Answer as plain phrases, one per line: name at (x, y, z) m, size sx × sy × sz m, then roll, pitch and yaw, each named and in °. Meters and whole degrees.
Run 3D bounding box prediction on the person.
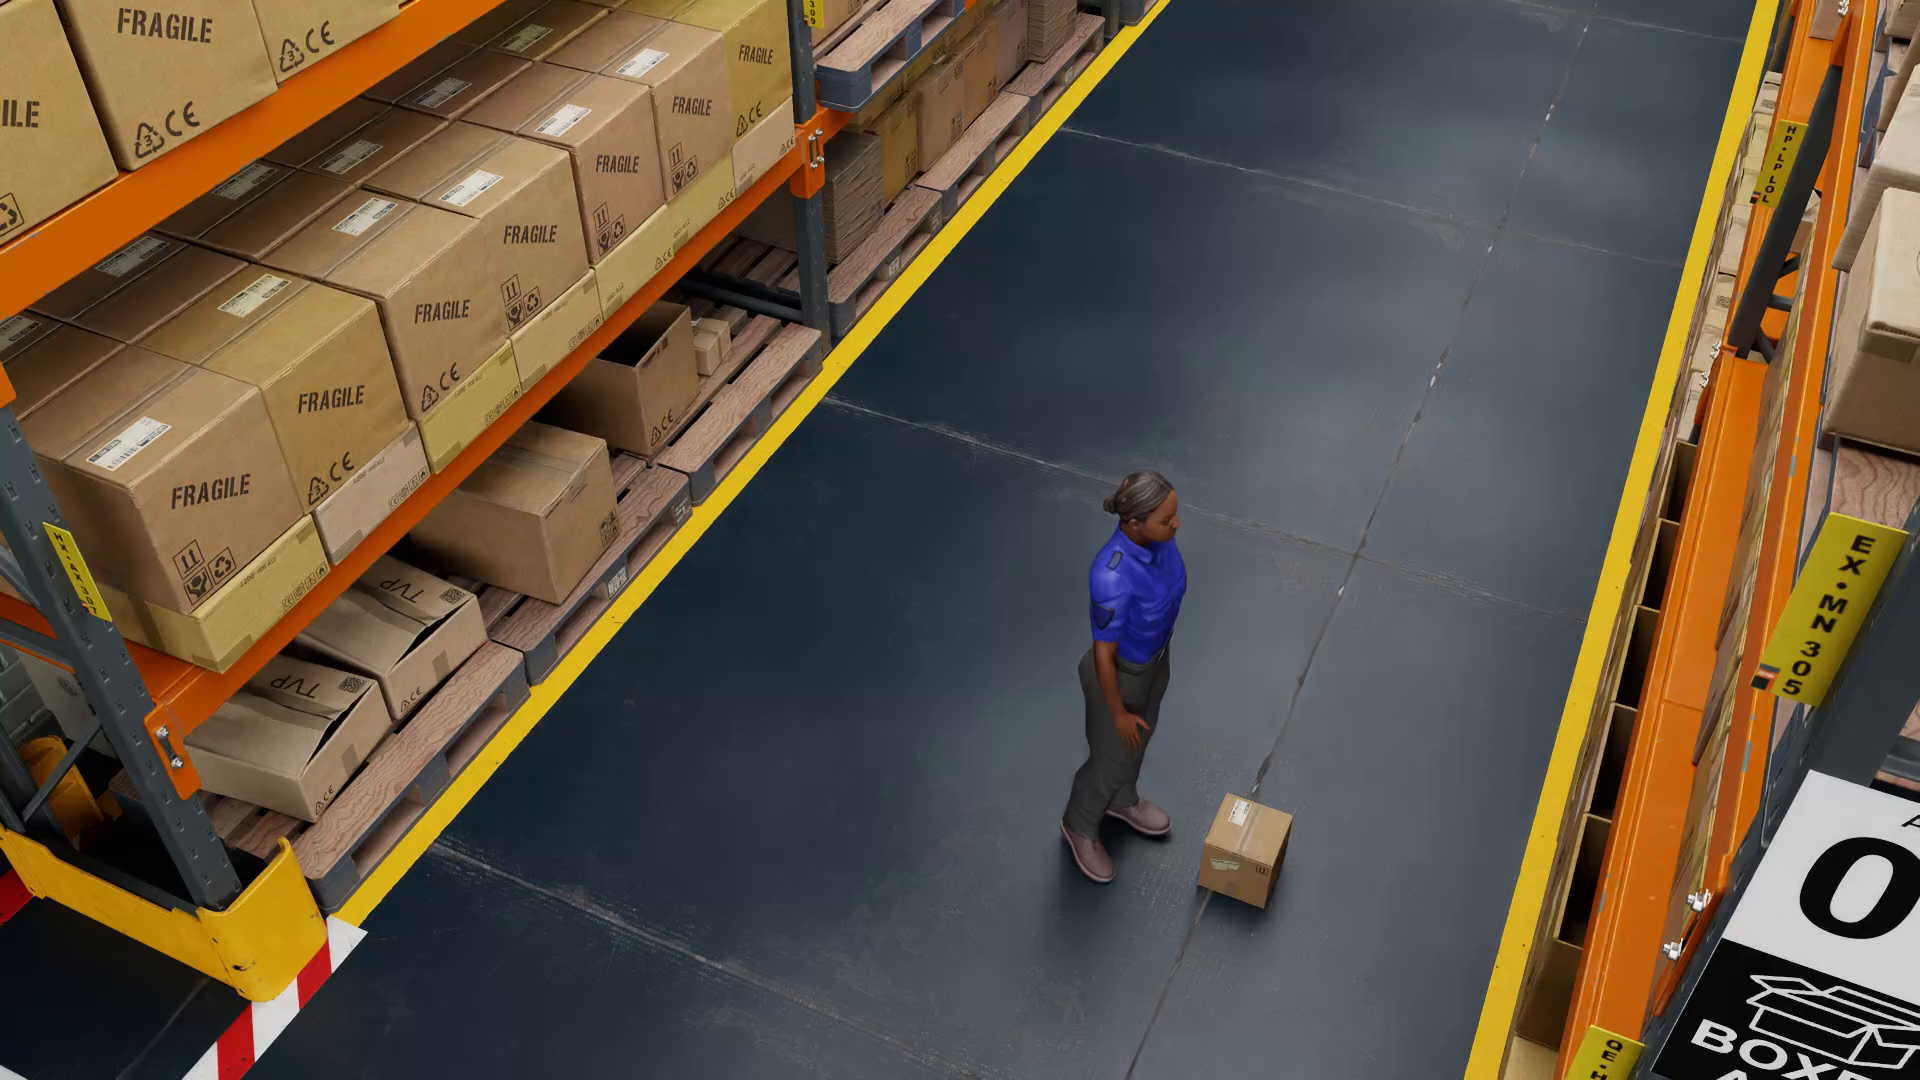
person at (0.583, 0.460, 5.630) m, size 0.356 × 1.683 × 0.506 m, roll 21°, pitch 46°, yaw 22°
